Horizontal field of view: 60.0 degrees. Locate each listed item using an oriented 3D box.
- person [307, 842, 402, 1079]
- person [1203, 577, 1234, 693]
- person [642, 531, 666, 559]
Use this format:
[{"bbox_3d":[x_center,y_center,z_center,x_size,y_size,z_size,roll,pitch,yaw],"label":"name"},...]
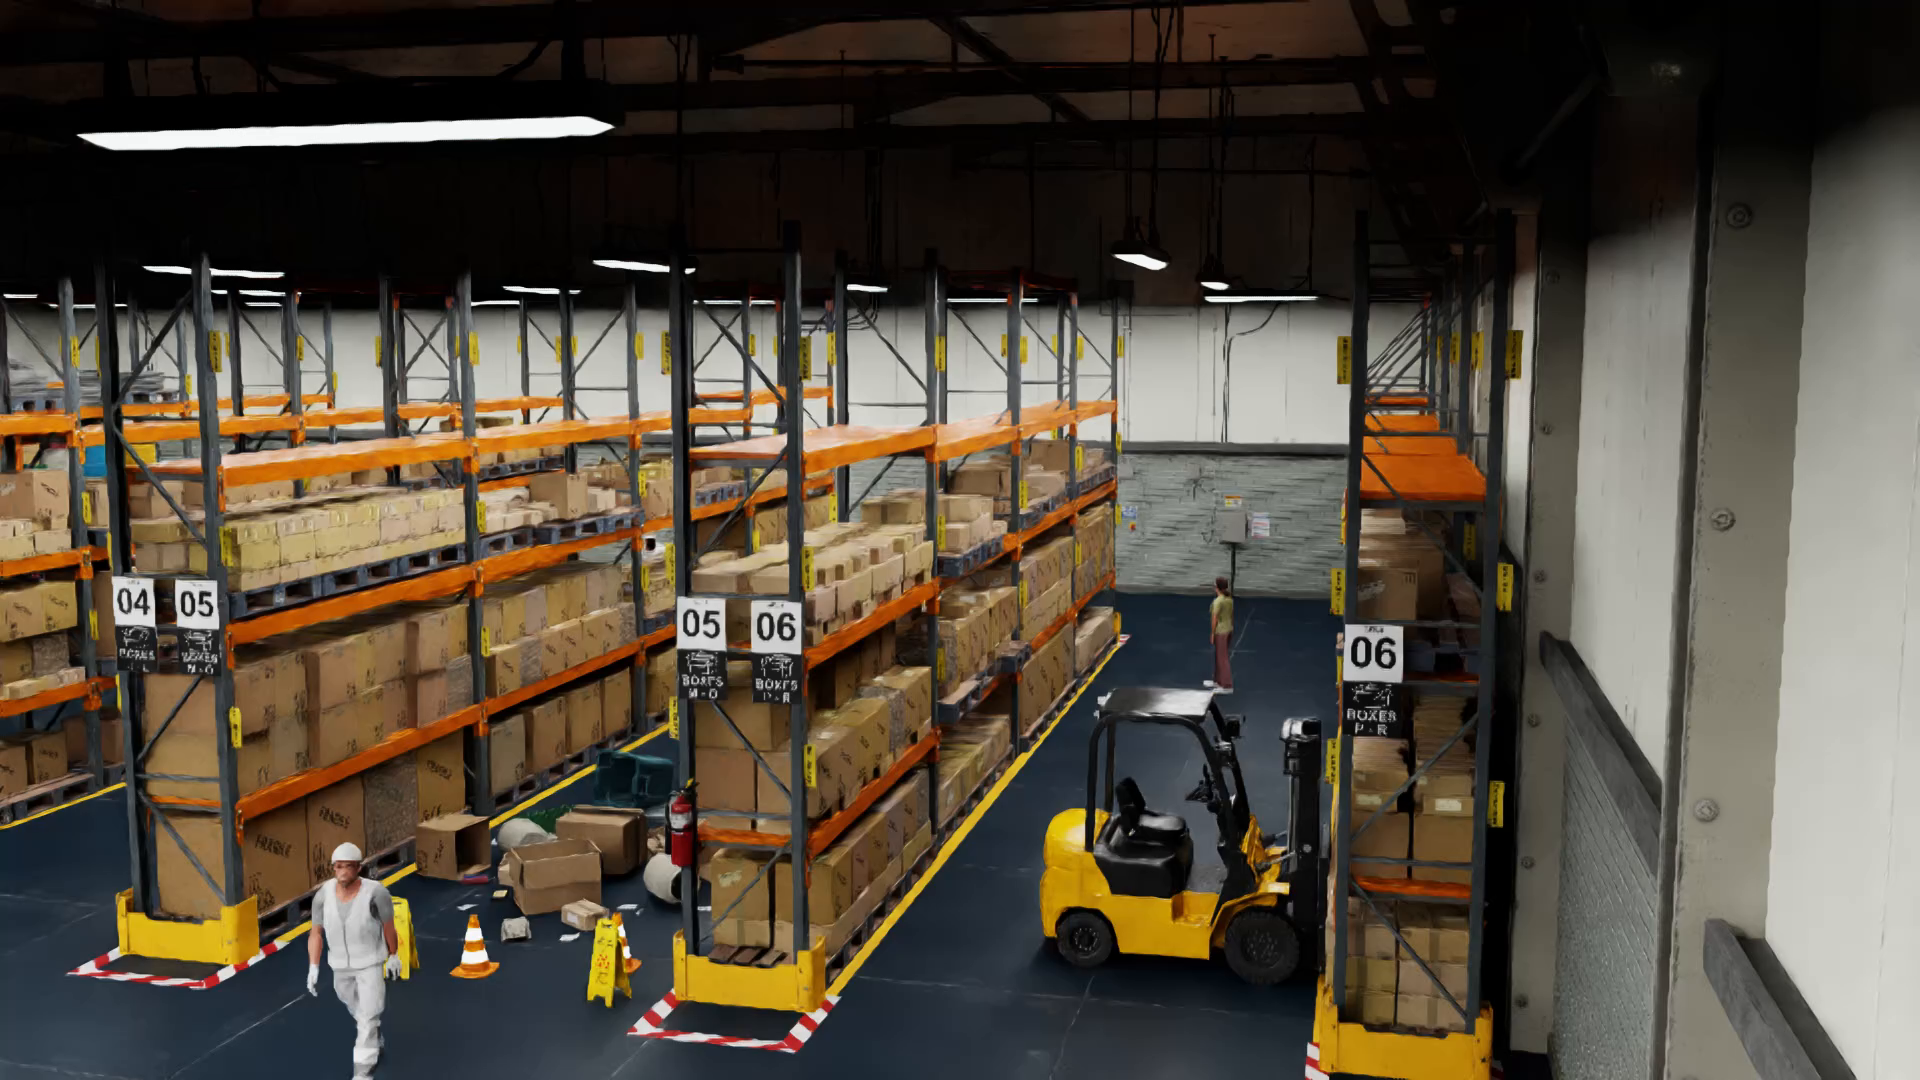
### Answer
[{"bbox_3d":[-4.171,2.914,11.405,0.526,1.728,1.031,1,7,5],"label":"person"},{"bbox_3d":[-3.717,0.827,20.418,8.547,3.673,15.377,5,8,35],"label":"person"},{"bbox_3d":[-5.557,0.660,30.076,0.719,1.714,0.561,1,7,12],"label":"person"}]
